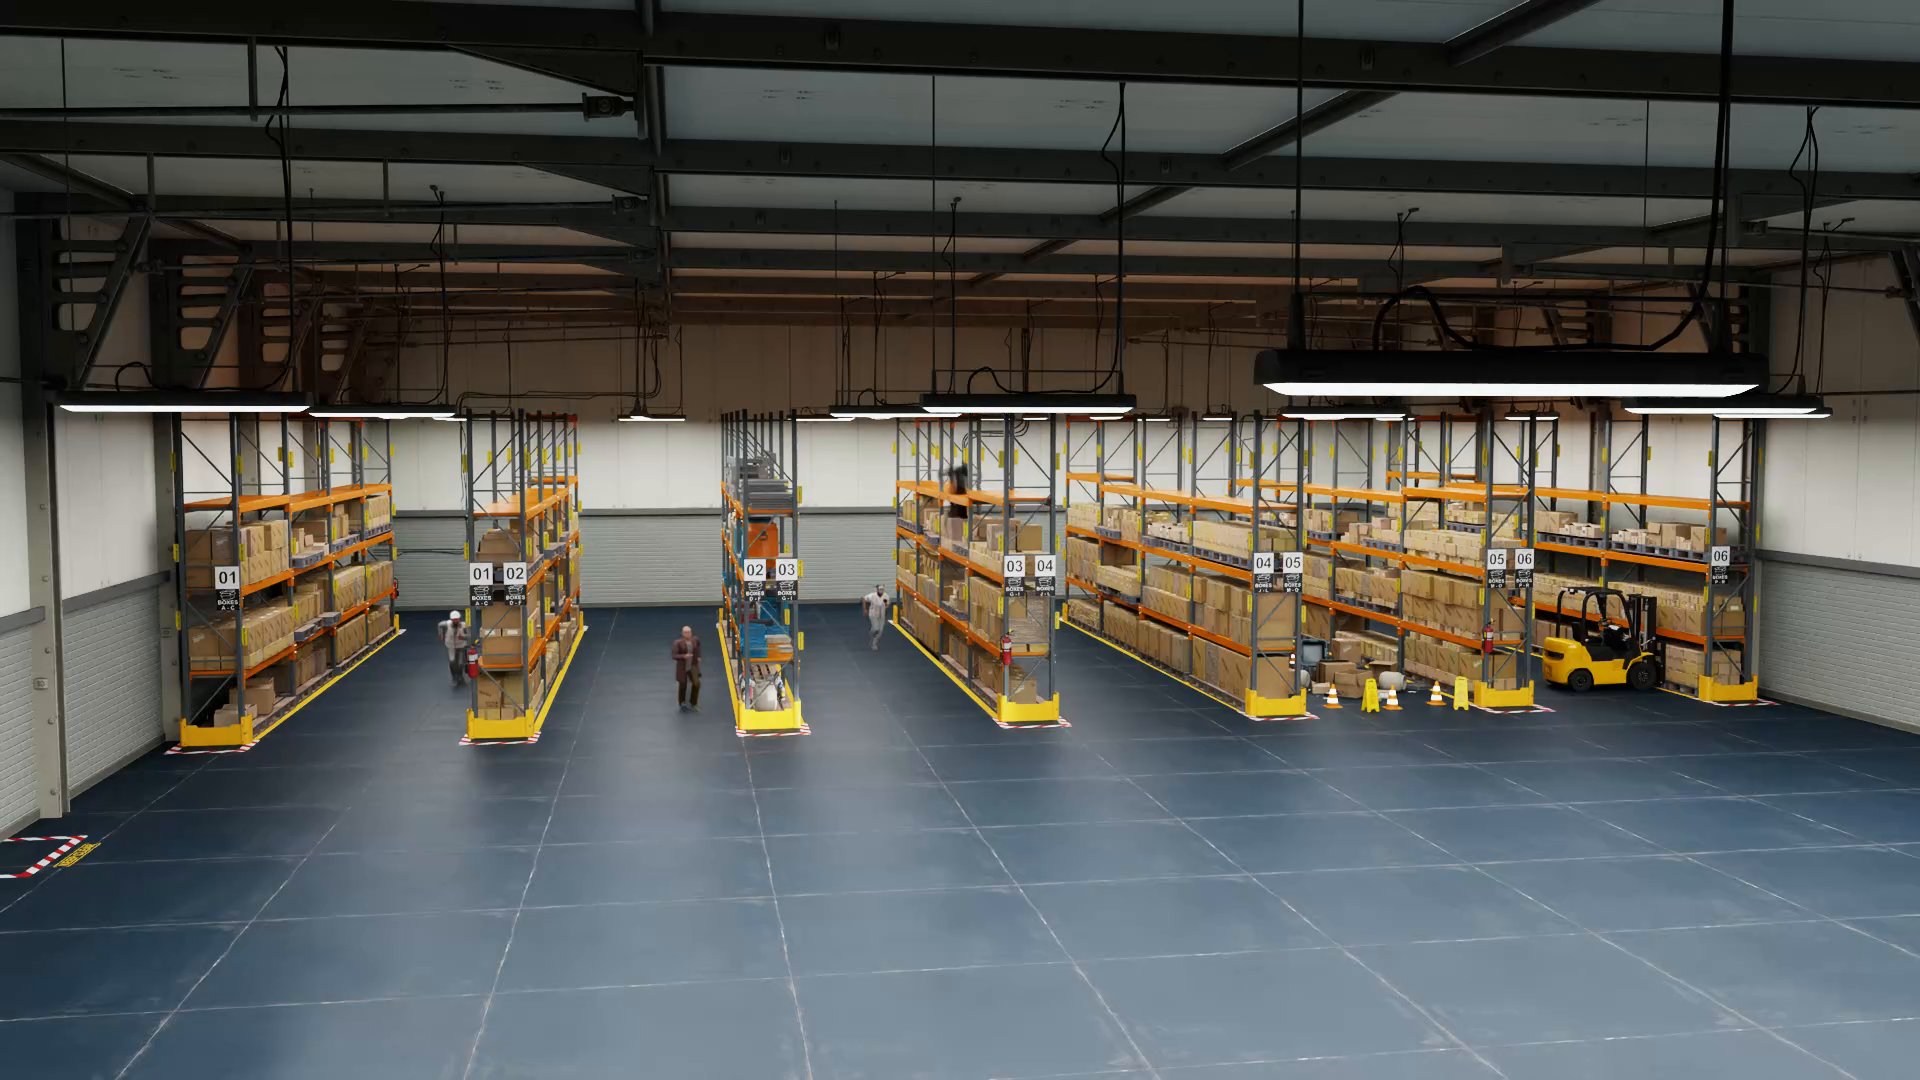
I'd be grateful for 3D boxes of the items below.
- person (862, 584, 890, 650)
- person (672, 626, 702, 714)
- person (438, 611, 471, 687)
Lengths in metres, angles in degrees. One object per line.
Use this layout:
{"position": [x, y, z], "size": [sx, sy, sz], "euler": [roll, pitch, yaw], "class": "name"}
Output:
{"position": [-2.078, 1.945, 42.114], "size": [0.653, 1.700, 0.737], "euler": [-2, 4, -27], "class": "person"}
{"position": [-5.420, 2.645, 32.974], "size": [0.626, 1.540, 1.037], "euler": [-1, 4, -19], "class": "person"}
{"position": [-11.077, 2.372, 36.491], "size": [0.705, 1.711, 0.988], "euler": [-1, 4, -13], "class": "person"}
